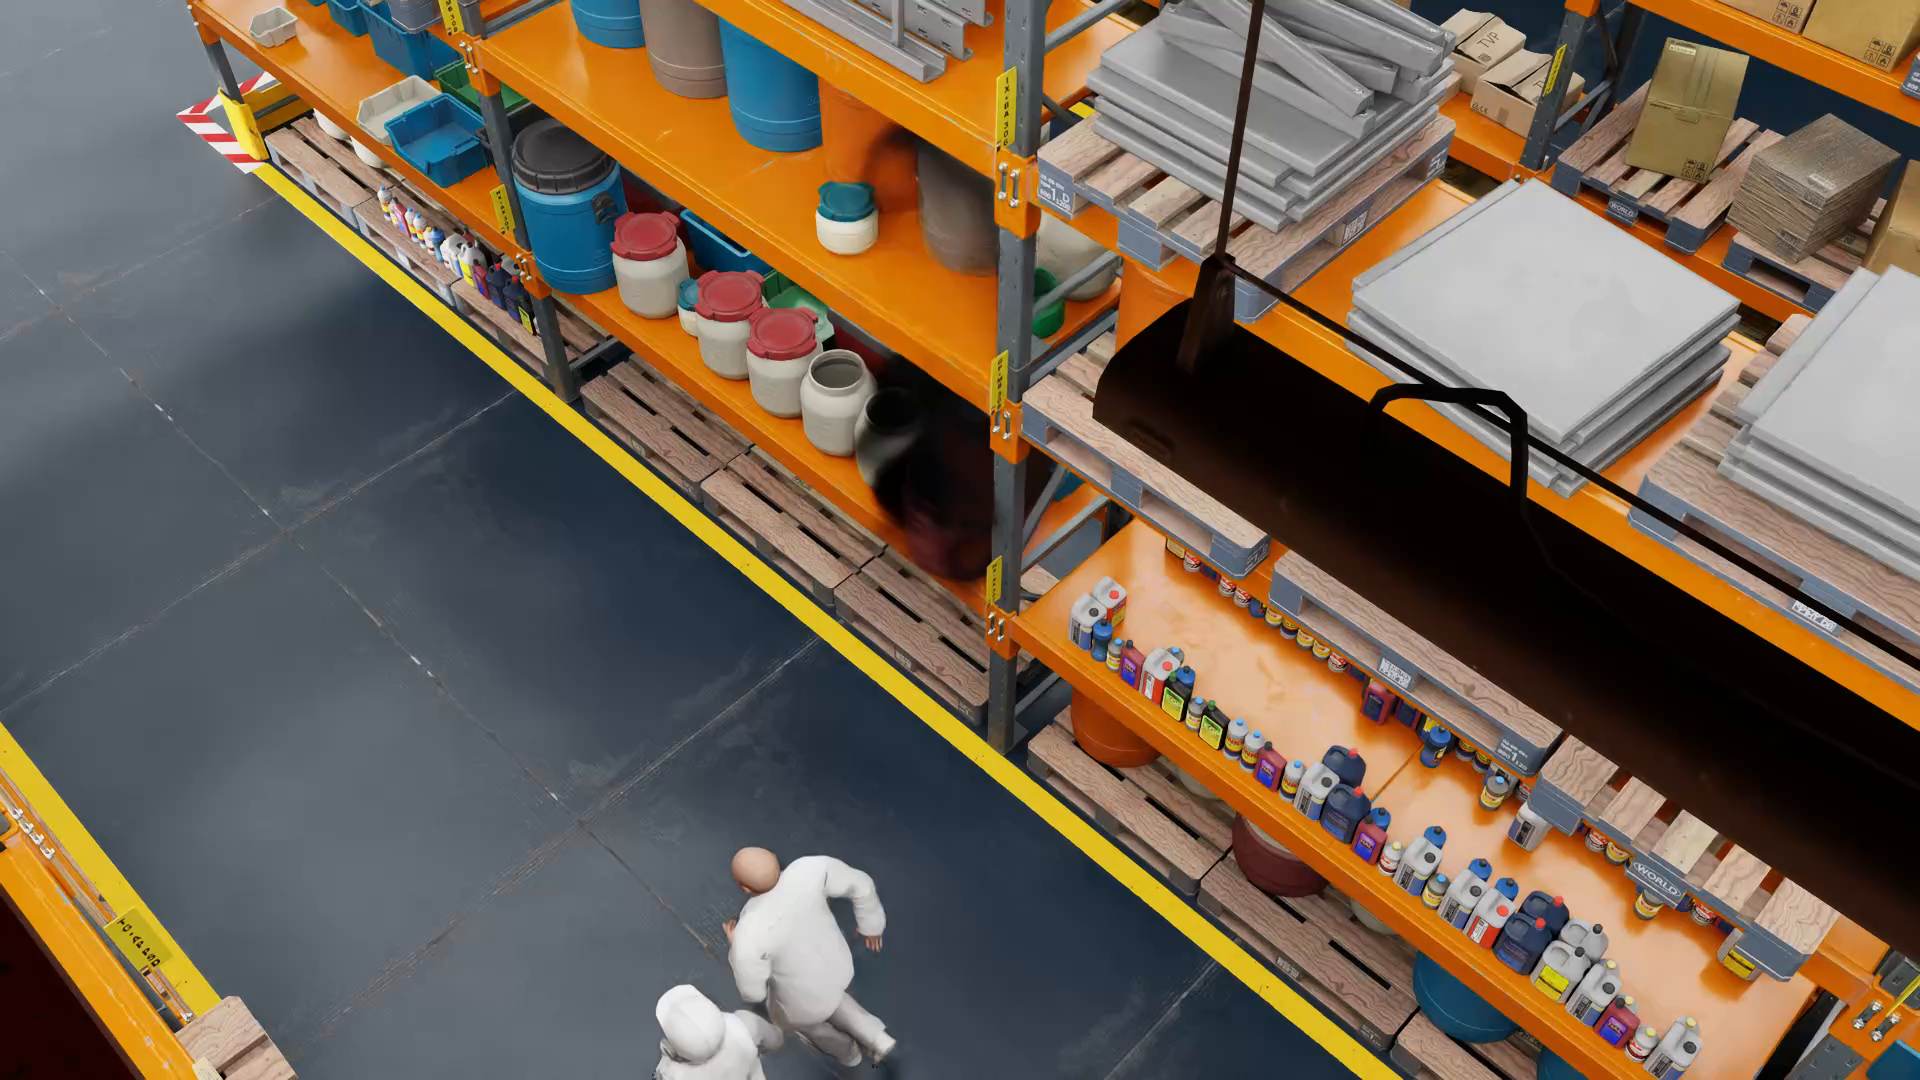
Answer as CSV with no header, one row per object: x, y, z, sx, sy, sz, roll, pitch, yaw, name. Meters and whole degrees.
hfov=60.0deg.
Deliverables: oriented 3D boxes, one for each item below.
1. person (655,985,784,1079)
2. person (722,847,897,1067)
-0.997,2.362,6.904,0.556,1.762,0.682,34,58,25,person
-0.651,1.911,7.318,0.791,1.720,0.700,23,54,18,person
